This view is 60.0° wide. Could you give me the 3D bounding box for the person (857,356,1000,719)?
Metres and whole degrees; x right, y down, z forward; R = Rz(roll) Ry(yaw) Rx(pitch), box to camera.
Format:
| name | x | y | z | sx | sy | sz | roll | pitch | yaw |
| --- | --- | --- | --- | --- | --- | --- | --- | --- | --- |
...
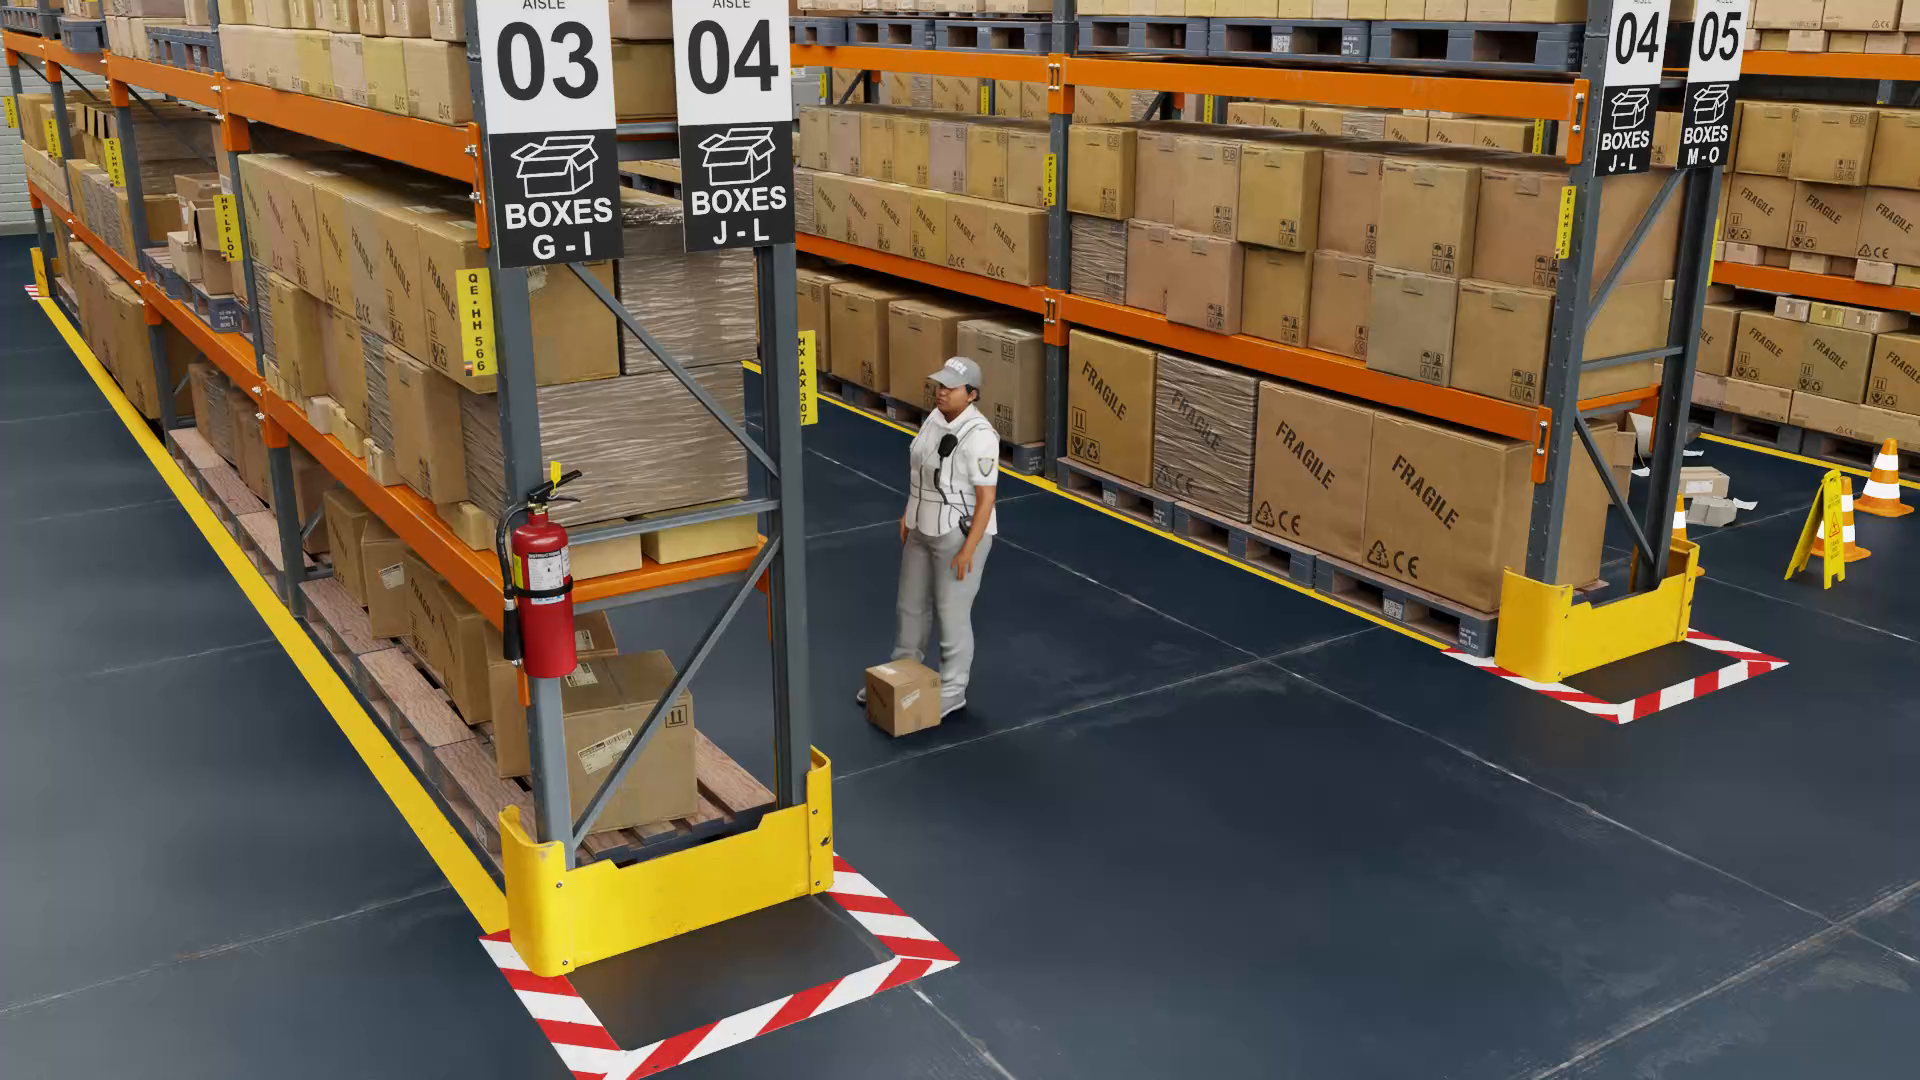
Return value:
| name | x | y | z | sx | sy | sz | roll | pitch | yaw |
| --- | --- | --- | --- | --- | --- | --- | --- | --- | --- |
| person | -0.130 | -0.005 | 7.535 | 0.529 | 1.669 | 0.595 | -12 | 21 | -31 |
